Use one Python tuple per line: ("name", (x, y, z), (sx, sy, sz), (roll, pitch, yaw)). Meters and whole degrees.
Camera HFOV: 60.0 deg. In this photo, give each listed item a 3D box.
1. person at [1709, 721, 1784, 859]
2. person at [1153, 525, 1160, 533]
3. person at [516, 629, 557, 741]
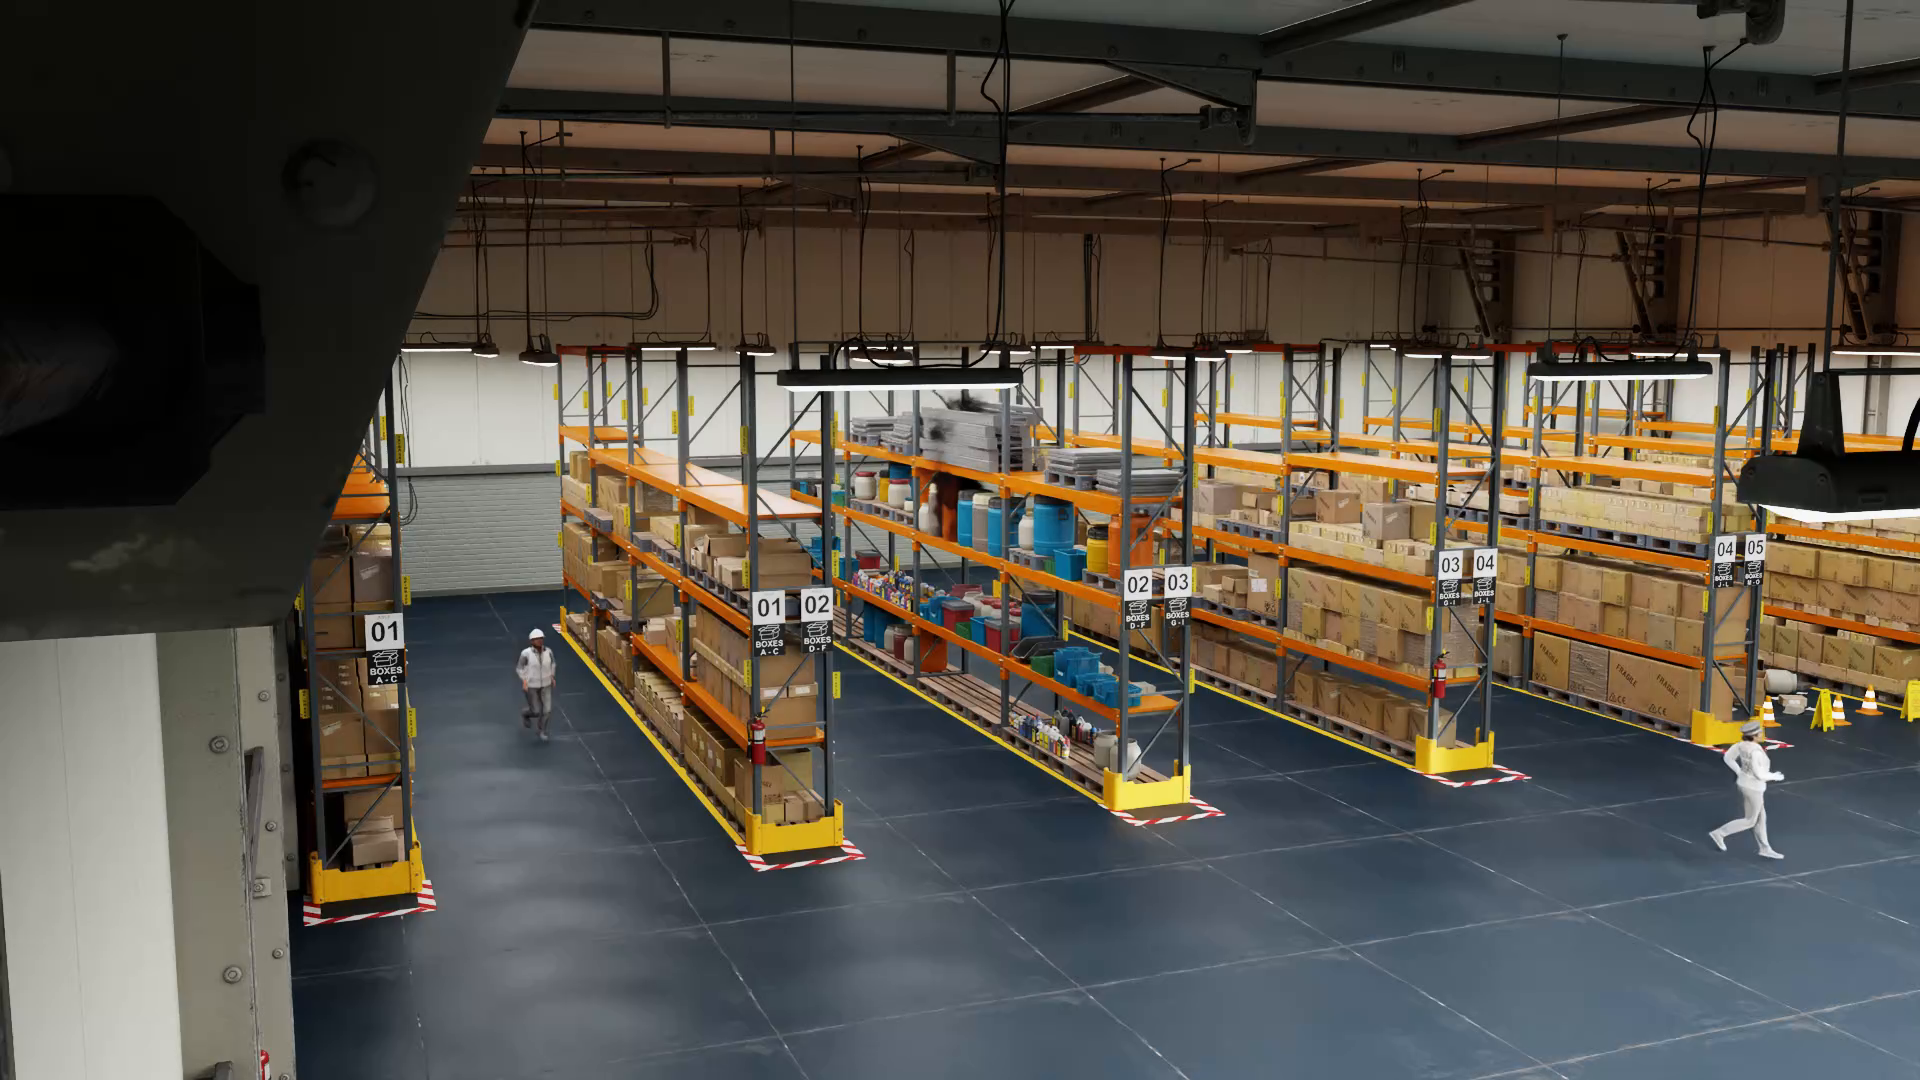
("person", (9.407, 2.979, 19.830), (0.901, 1.693, 0.616), (0, 7, 4))
("person", (4.534, 0.322, 40.869), (0.659, 1.681, 0.763), (-6, 9, -38))
("person", (-6.561, 2.219, 25.758), (0.647, 1.727, 0.637), (-5, 9, -33))
